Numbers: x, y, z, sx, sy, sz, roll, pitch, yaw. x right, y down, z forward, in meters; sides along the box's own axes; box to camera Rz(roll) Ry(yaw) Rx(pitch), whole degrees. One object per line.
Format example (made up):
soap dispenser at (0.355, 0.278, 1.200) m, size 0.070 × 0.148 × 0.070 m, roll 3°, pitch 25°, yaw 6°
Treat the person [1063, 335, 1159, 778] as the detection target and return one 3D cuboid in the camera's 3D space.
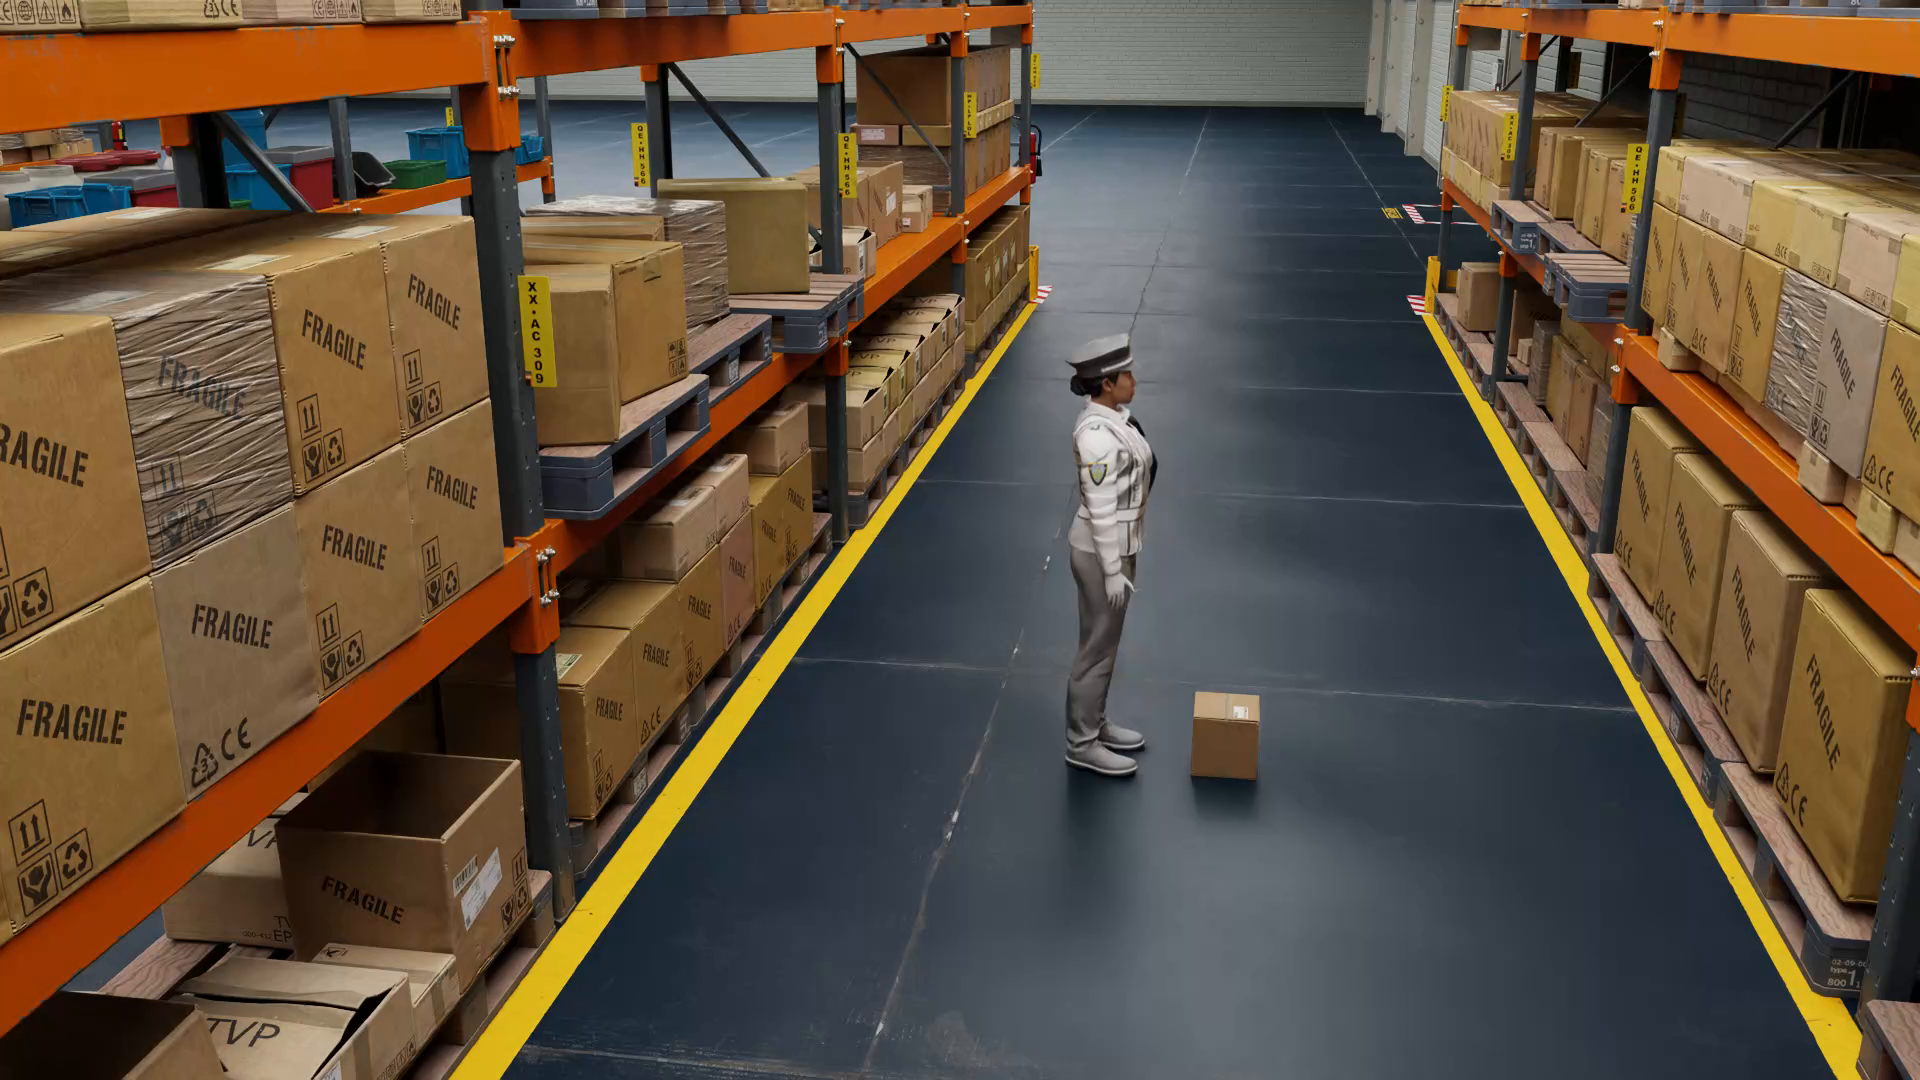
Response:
person at (0.566, 0.054, 6.351) m, size 0.344 × 1.688 × 0.472 m, roll 3°, pitch 18°, yaw 10°
